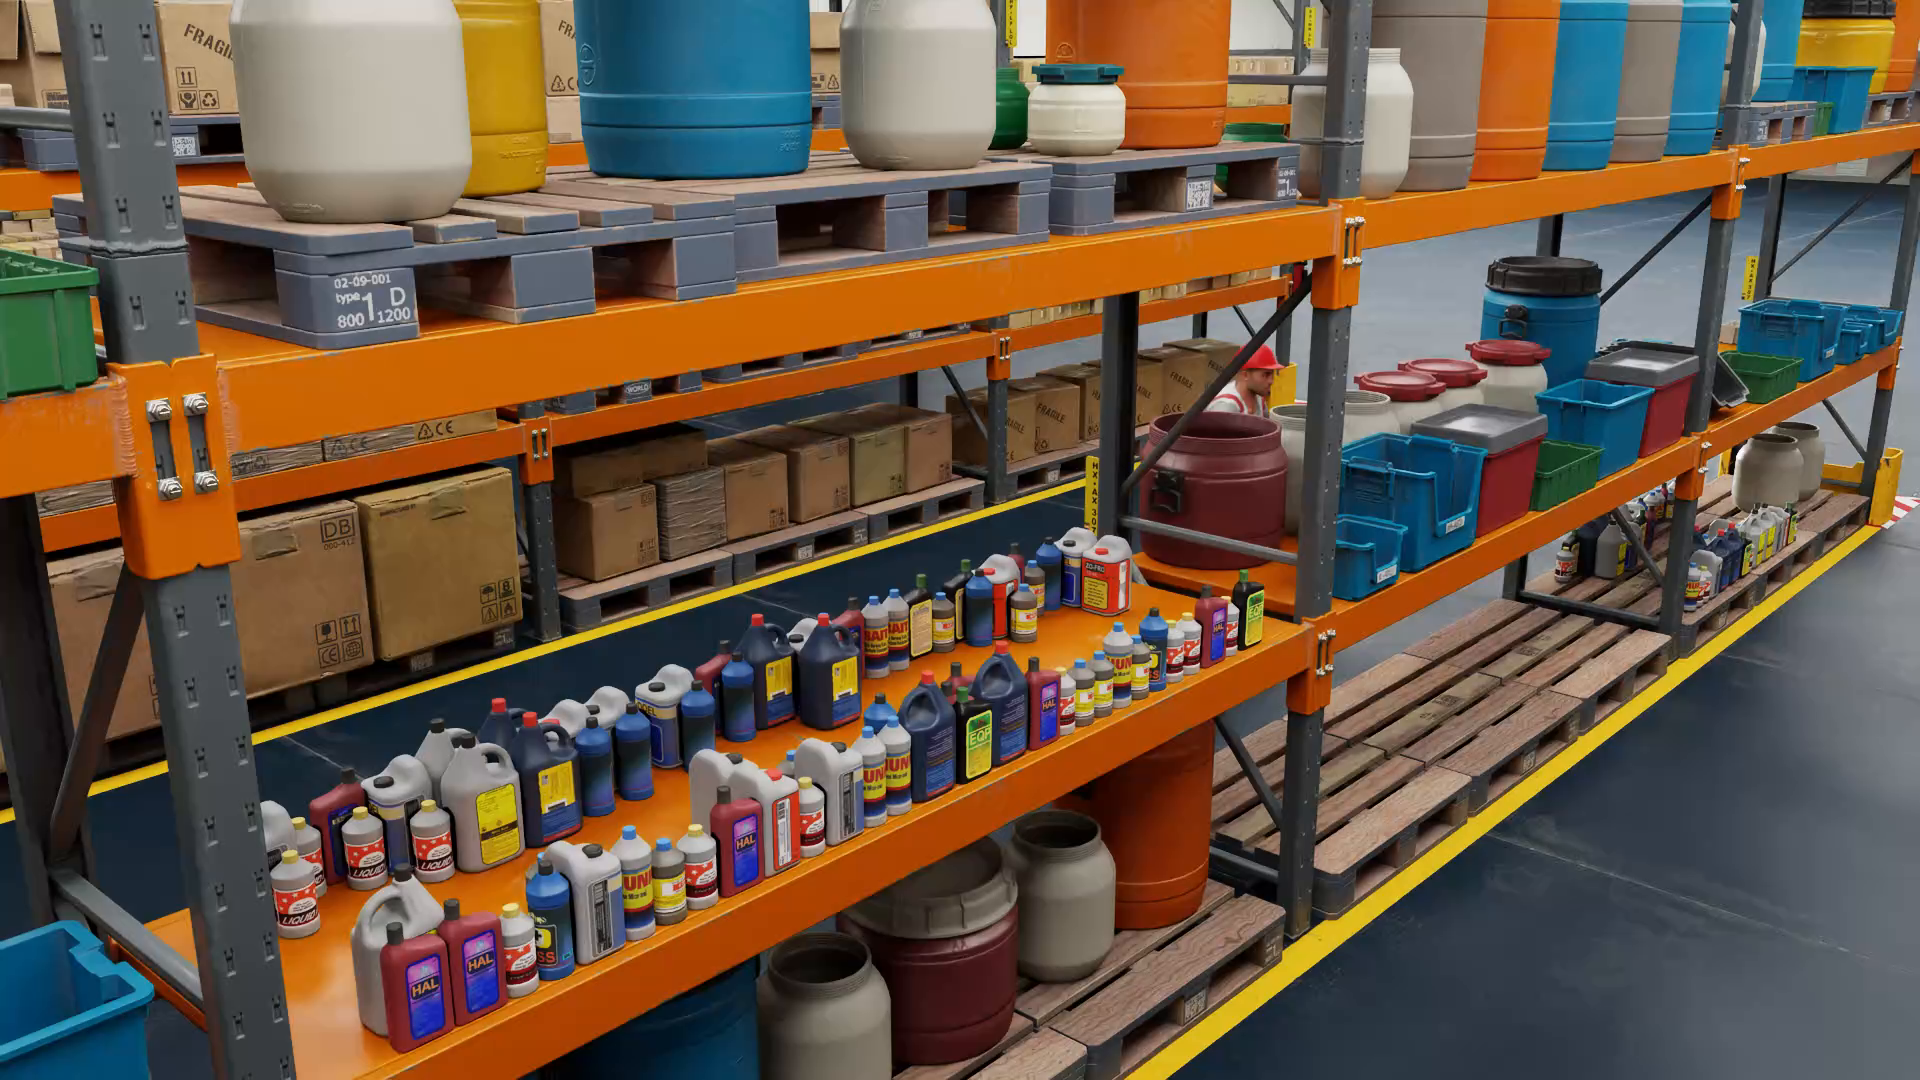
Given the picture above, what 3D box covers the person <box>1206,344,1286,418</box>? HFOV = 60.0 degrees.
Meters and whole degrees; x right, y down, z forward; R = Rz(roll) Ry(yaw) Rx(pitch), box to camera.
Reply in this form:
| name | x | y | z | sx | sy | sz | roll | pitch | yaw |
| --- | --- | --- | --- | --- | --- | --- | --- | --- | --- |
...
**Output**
| name | x | y | z | sx | sy | sz | roll | pitch | yaw |
| --- | --- | --- | --- | --- | --- | --- | --- | --- | --- |
| person | 1.540 | -0.219 | 9.245 | 0.453 | 1.777 | 0.609 | 13 | 21 | 37 |
